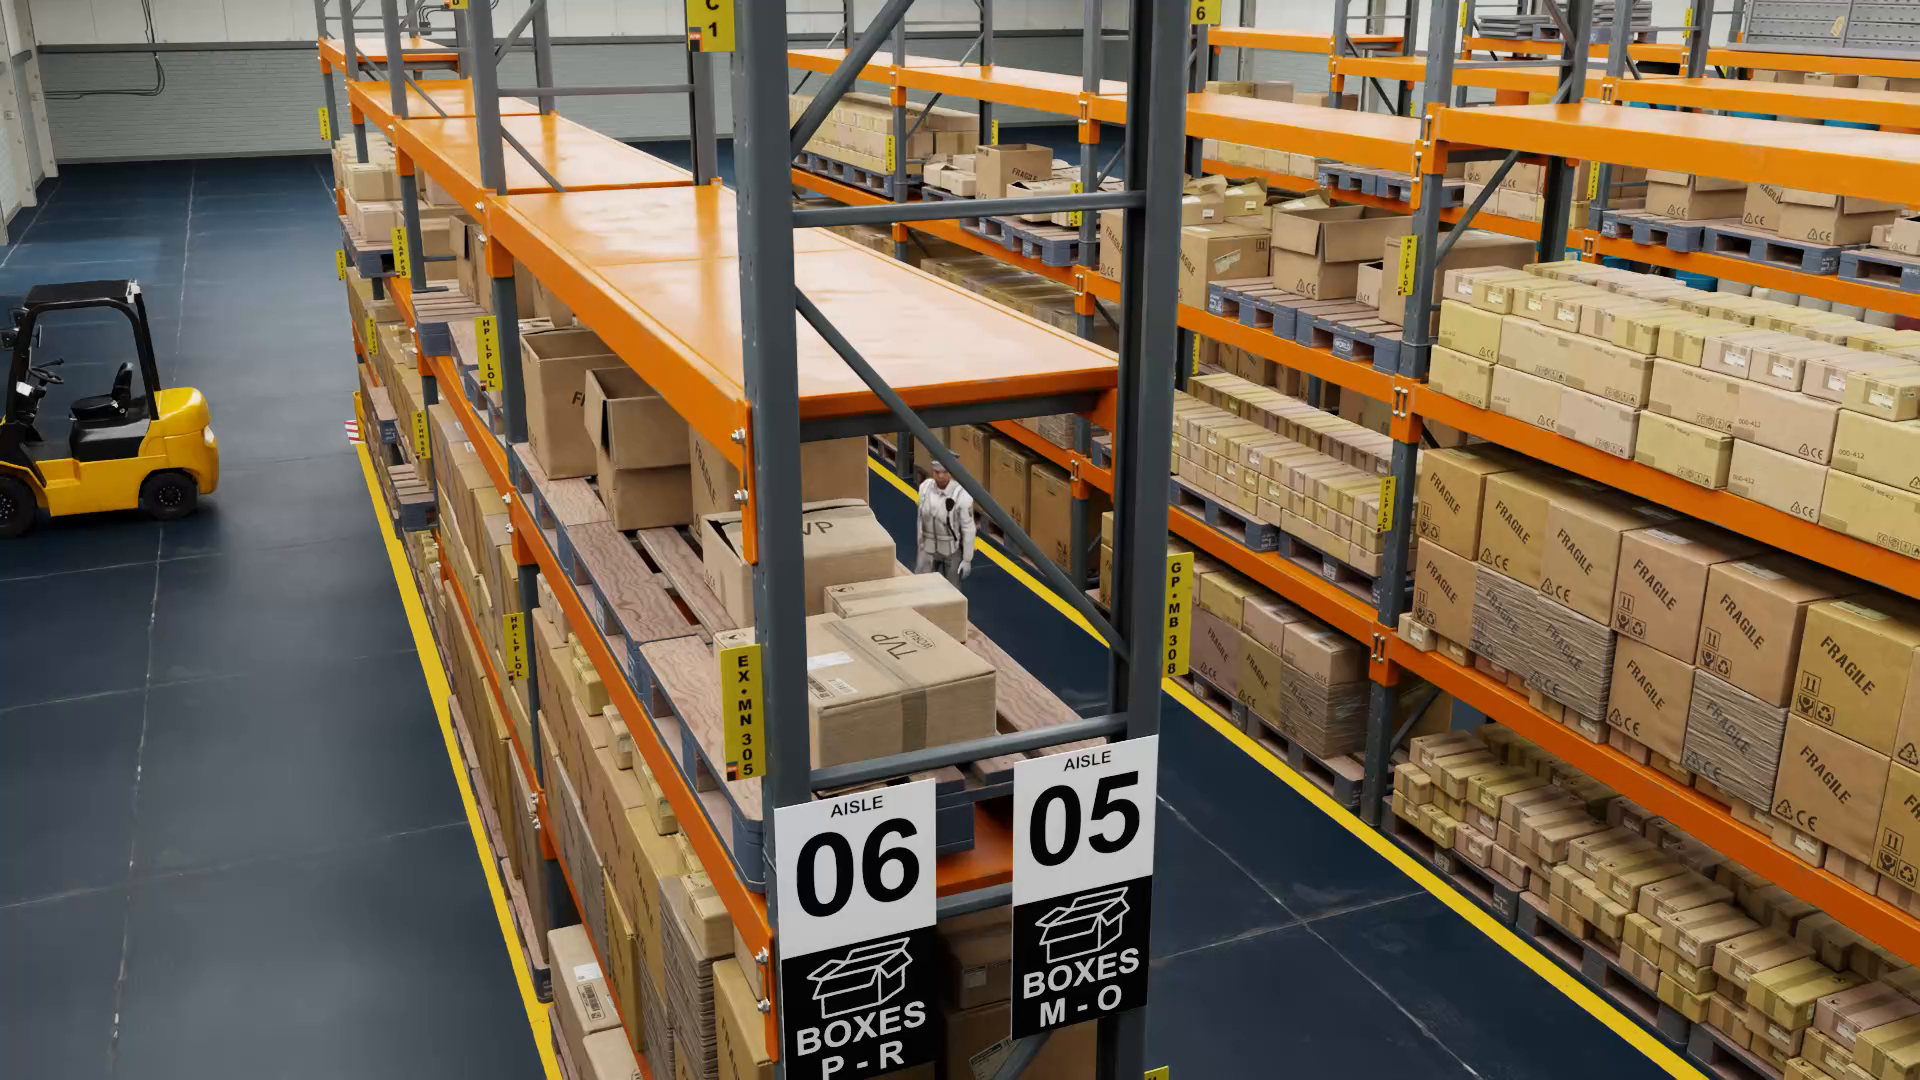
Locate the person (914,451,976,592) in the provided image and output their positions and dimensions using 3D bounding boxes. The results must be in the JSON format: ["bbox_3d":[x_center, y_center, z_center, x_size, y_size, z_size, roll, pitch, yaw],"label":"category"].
[{"bbox_3d":[-0.112,0.093,12.480,0.509,1.663,0.483,7,20,19],"label":"person"}]
